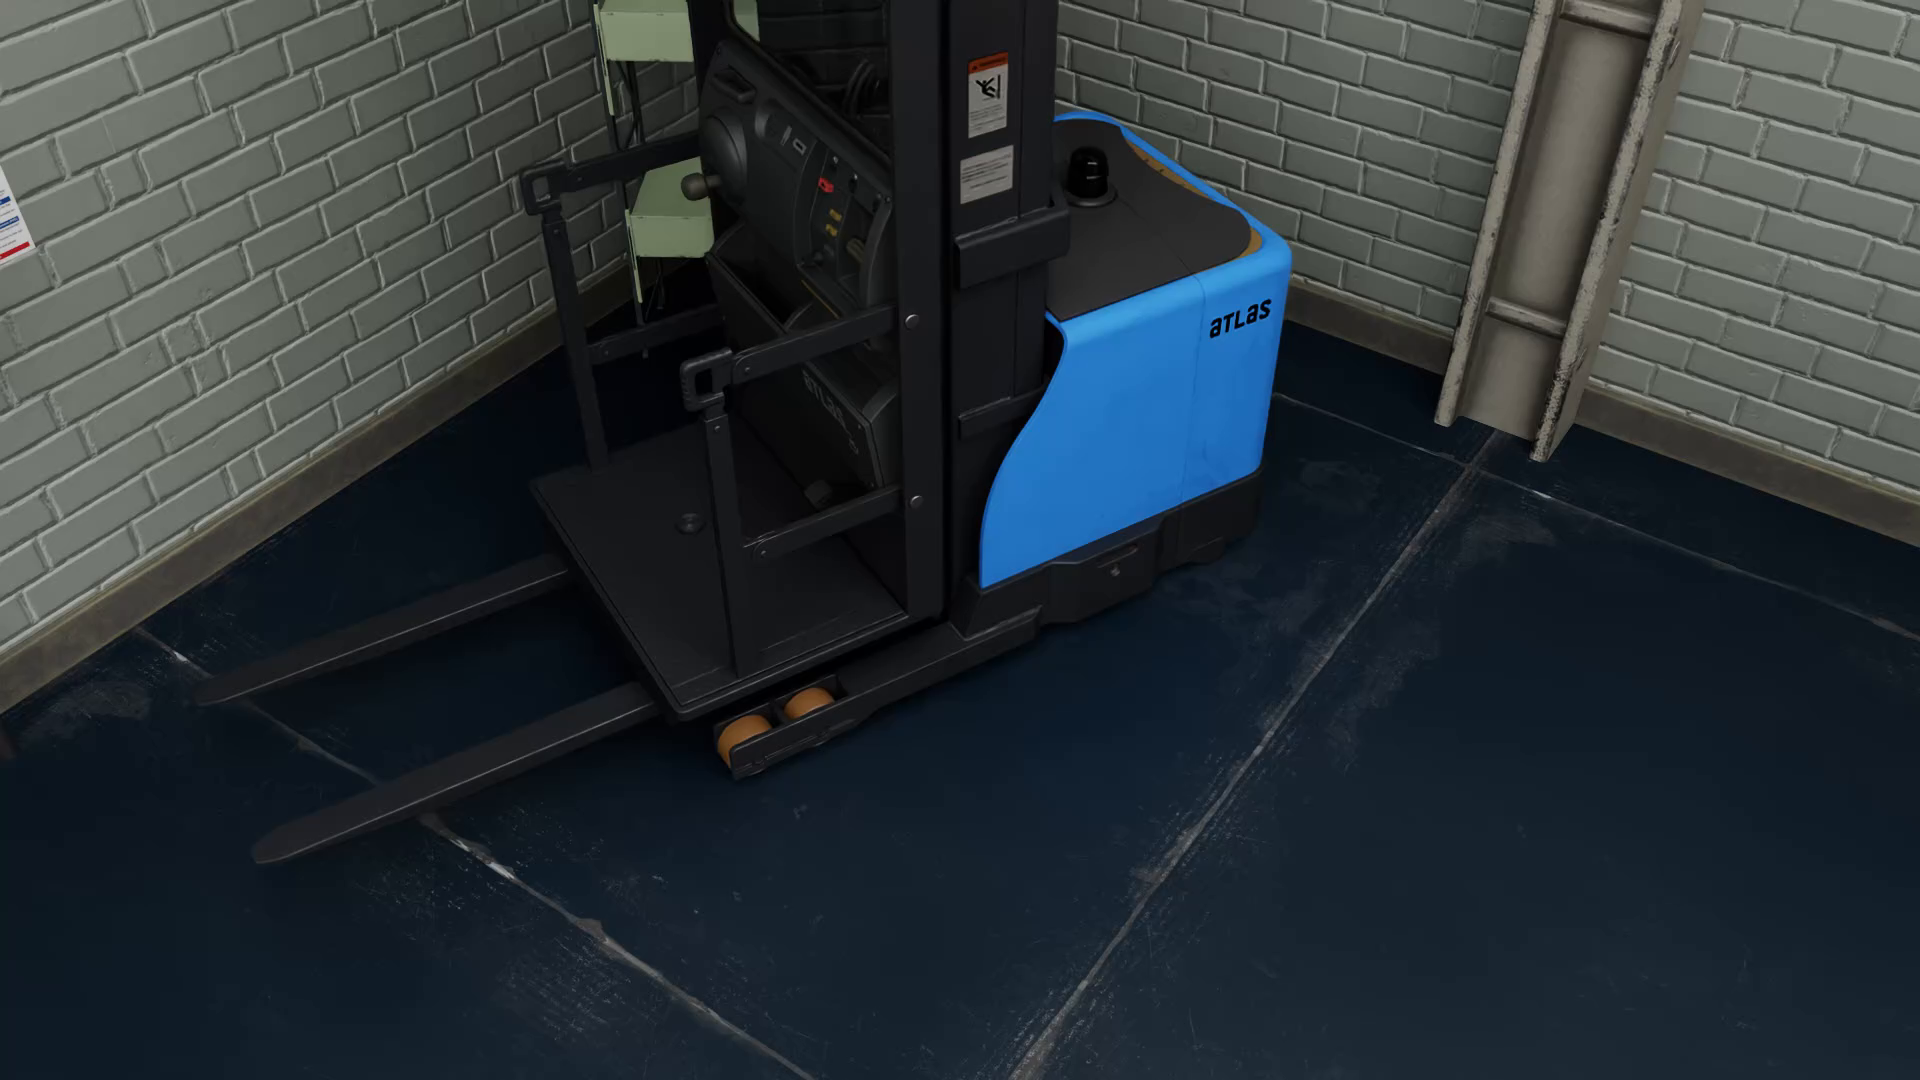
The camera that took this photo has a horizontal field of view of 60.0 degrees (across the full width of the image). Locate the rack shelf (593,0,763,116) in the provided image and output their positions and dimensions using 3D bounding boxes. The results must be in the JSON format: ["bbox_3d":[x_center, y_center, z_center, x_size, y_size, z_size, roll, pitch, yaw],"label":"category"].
[{"bbox_3d":[-0.758,-1.631,5.362,0.720,0.370,0.431,1,42,1],"label":"rack shelf"}]

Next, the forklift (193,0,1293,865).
[{"bbox_3d":[-0.593,-0.856,4.009,3.031,2.935,1.130,-22,46,-23],"label":"forklift"}]

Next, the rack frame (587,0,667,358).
[{"bbox_3d":[-1.124,-1.348,5.632,0.023,1.500,0.400,1,42,1],"label":"rack frame"}]

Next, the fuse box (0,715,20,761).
[{"bbox_3d":[-2.589,-0.054,4.027,0.414,1.711,0.539,25,48,25],"label":"fuse box"}]

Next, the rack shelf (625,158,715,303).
[{"bbox_3d":[-0.758,-1.097,5.840,0.720,0.370,0.431,1,42,1],"label":"rack shelf"}]

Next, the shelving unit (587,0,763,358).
[{"bbox_3d":[-0.758,-1.340,5.623,0.755,1.500,0.431,1,42,1],"label":"shelving unit"}]

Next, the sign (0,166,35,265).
[{"bbox_3d":[-2.475,-0.847,4.019,0.001,0.494,0.329,25,48,25],"label":"sign"}]
